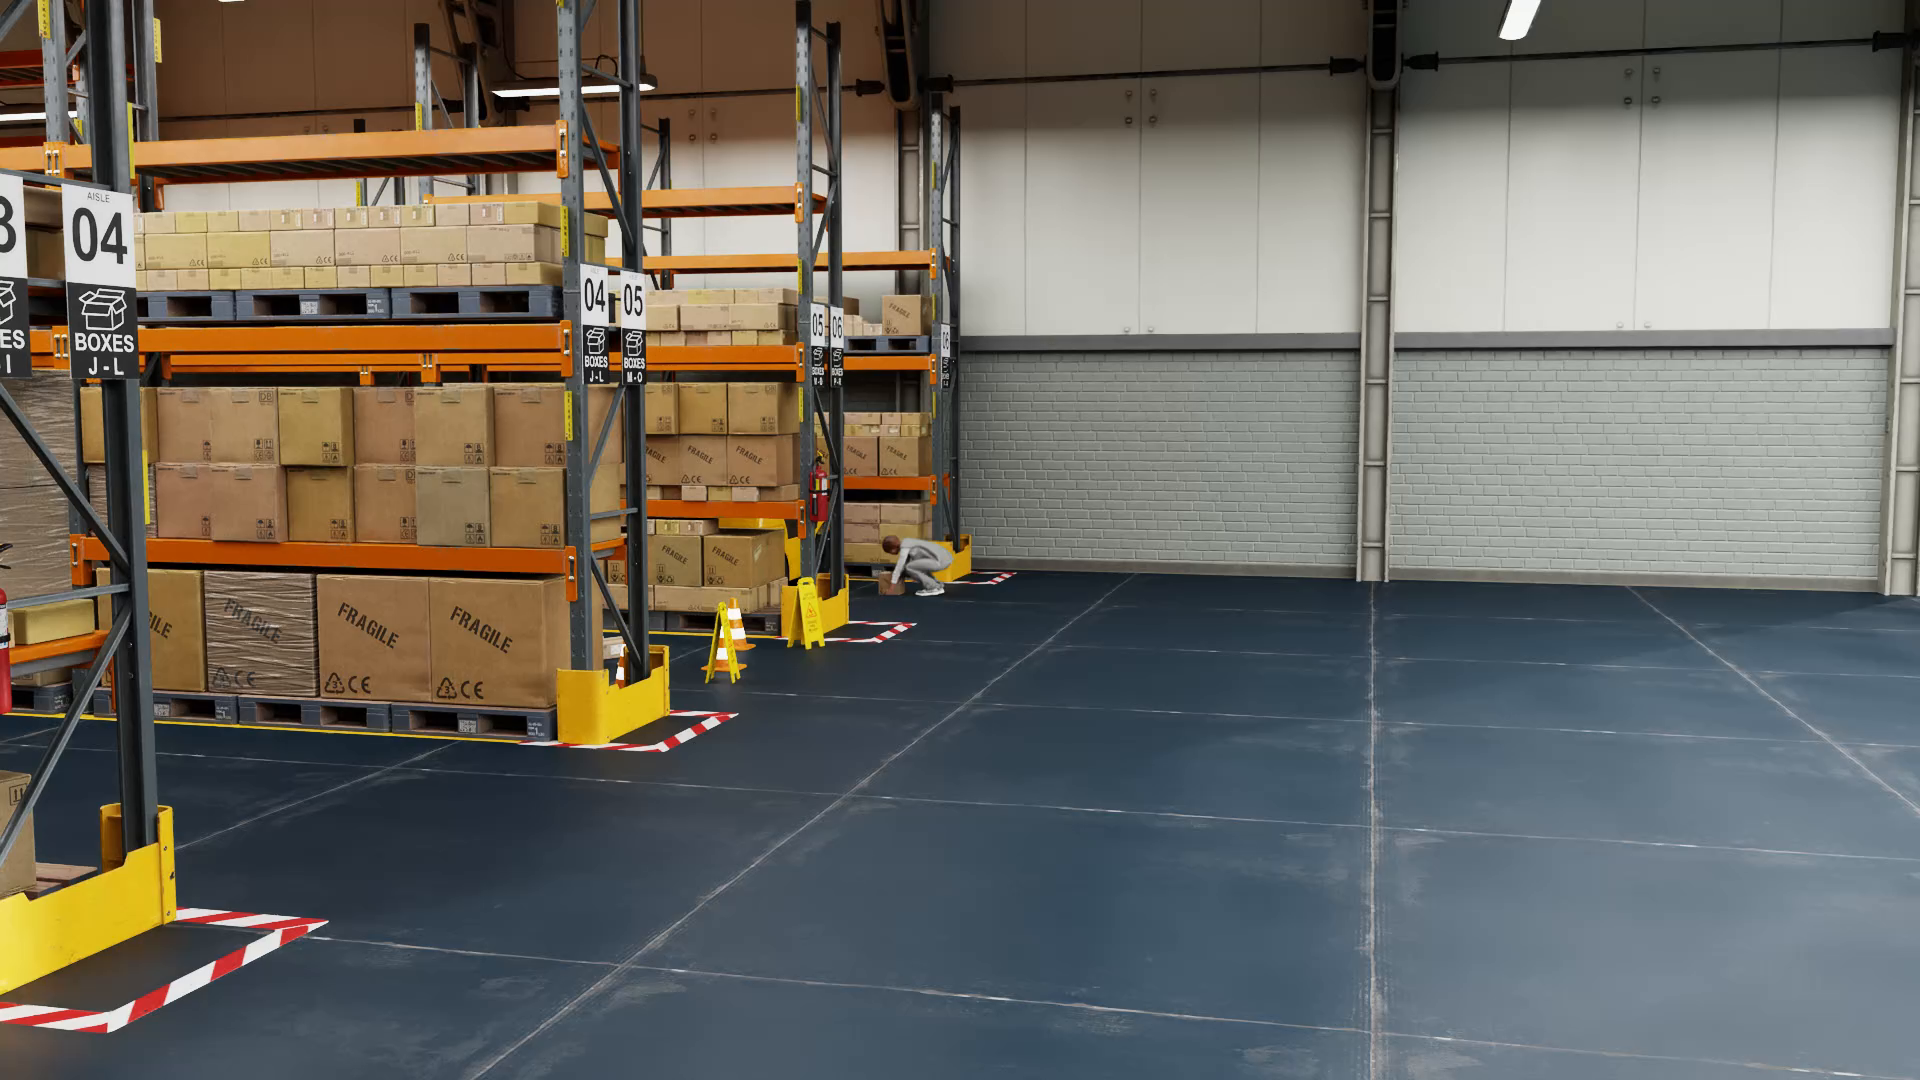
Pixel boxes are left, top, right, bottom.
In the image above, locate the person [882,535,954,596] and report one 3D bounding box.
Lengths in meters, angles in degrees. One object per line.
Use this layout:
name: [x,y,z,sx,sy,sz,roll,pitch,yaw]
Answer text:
person: [-0.493,0.324,19.429,0.843,0.747,0.429,1,5,13]
